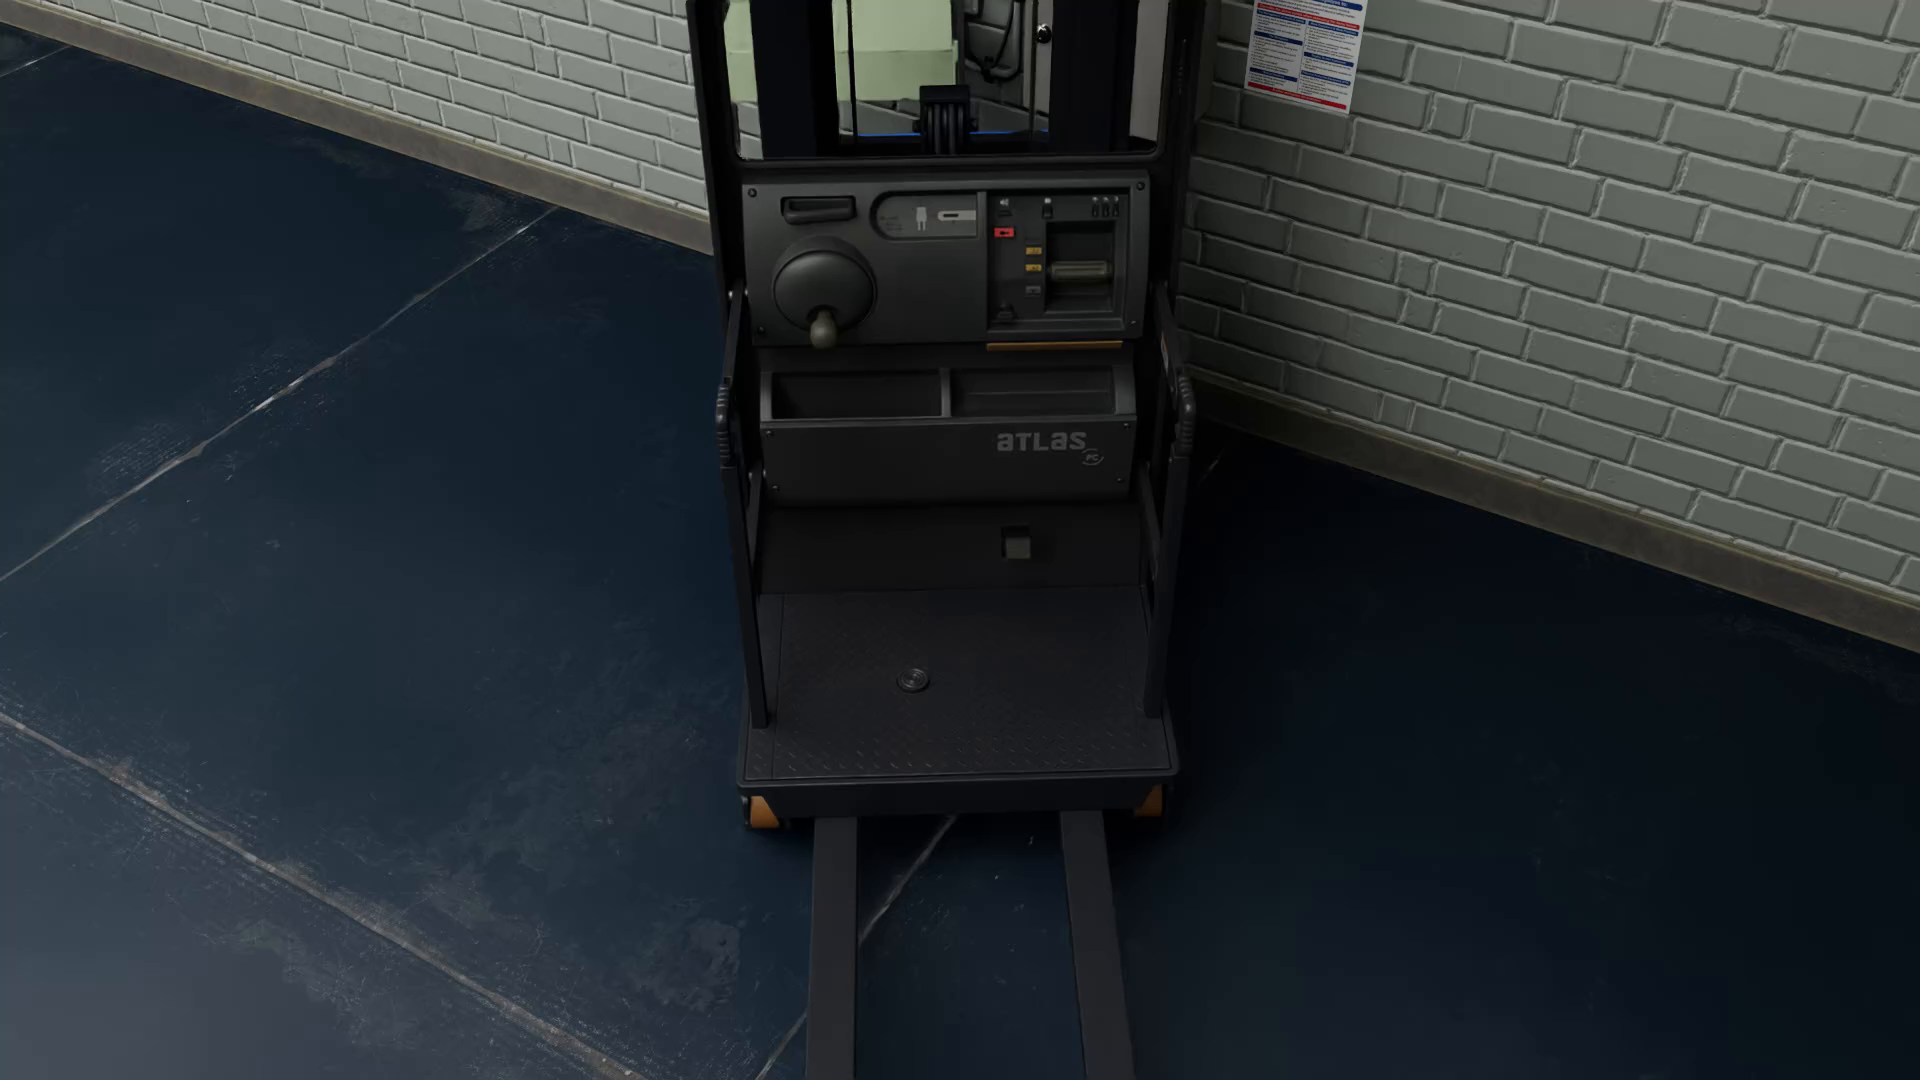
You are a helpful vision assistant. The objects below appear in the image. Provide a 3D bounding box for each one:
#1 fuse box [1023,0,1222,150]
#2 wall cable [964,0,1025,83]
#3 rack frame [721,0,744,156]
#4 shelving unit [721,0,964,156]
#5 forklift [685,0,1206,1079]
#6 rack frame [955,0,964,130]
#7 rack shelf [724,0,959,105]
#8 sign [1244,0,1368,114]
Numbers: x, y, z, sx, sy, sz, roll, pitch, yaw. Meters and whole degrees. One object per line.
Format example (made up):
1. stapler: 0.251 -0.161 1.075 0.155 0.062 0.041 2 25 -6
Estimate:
1. fuse box: 0.456 -1.073 5.174 0.539 1.711 0.414 21 45 22
2. wall cable: -0.056 -2.254 4.771 0.588 1.984 0.122 21 45 22
3. rack frame: -0.731 -1.148 5.411 0.023 1.500 0.400 -1 40 0
4. shelving unit: -0.365 -1.153 5.413 0.755 1.500 0.431 -1 40 0
5. forklift: -0.019 -0.561 3.669 1.130 2.935 3.031 -1 41 -2
6. rack frame: 0.001 -1.158 5.416 0.023 1.500 0.400 -1 40 0
7. rack shelf: -0.367 -1.453 5.163 0.720 0.370 0.431 -1 40 0
8. sign: 0.987 -1.476 4.729 0.329 0.494 0.001 21 45 22
